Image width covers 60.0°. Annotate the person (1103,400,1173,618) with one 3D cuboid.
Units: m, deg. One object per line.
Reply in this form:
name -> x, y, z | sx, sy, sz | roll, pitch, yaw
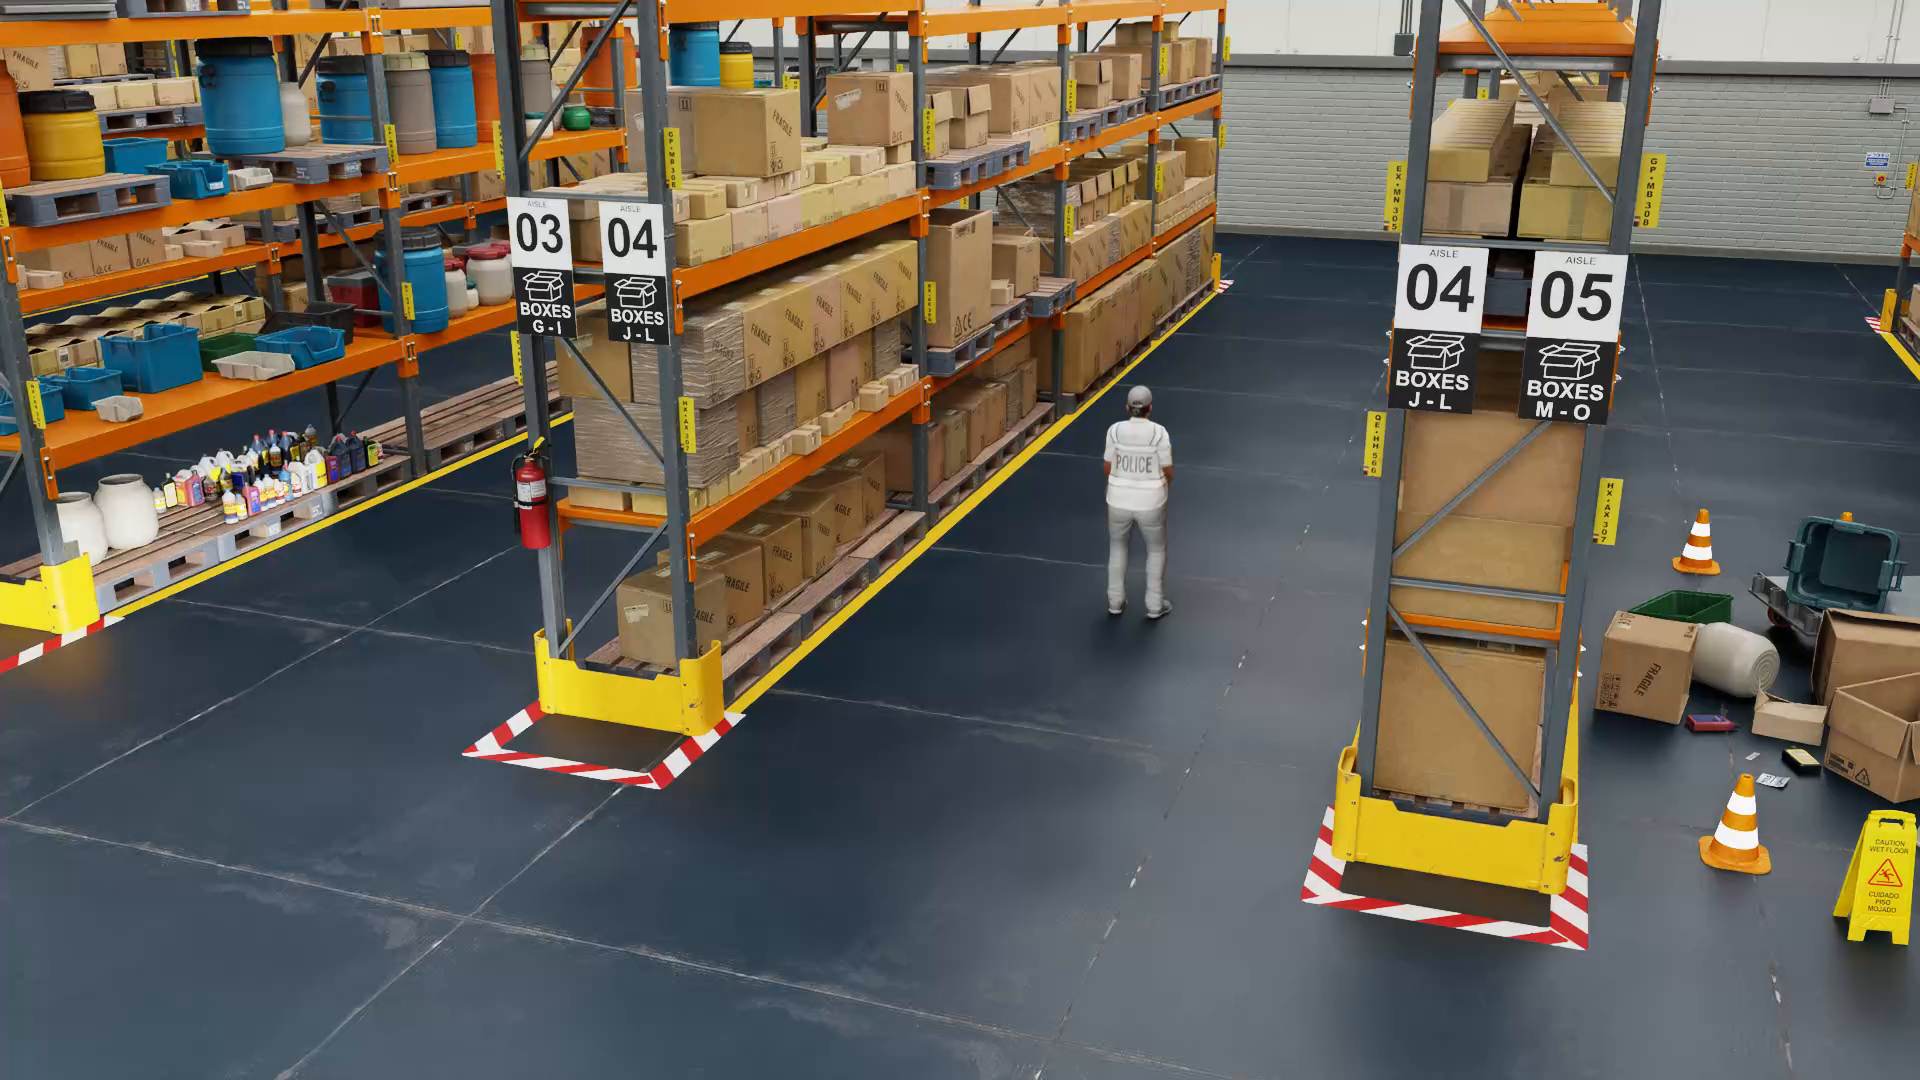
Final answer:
person -> 1.268, -0.262, 11.838 | 0.513, 1.657, 0.426 | 6, 20, 17
